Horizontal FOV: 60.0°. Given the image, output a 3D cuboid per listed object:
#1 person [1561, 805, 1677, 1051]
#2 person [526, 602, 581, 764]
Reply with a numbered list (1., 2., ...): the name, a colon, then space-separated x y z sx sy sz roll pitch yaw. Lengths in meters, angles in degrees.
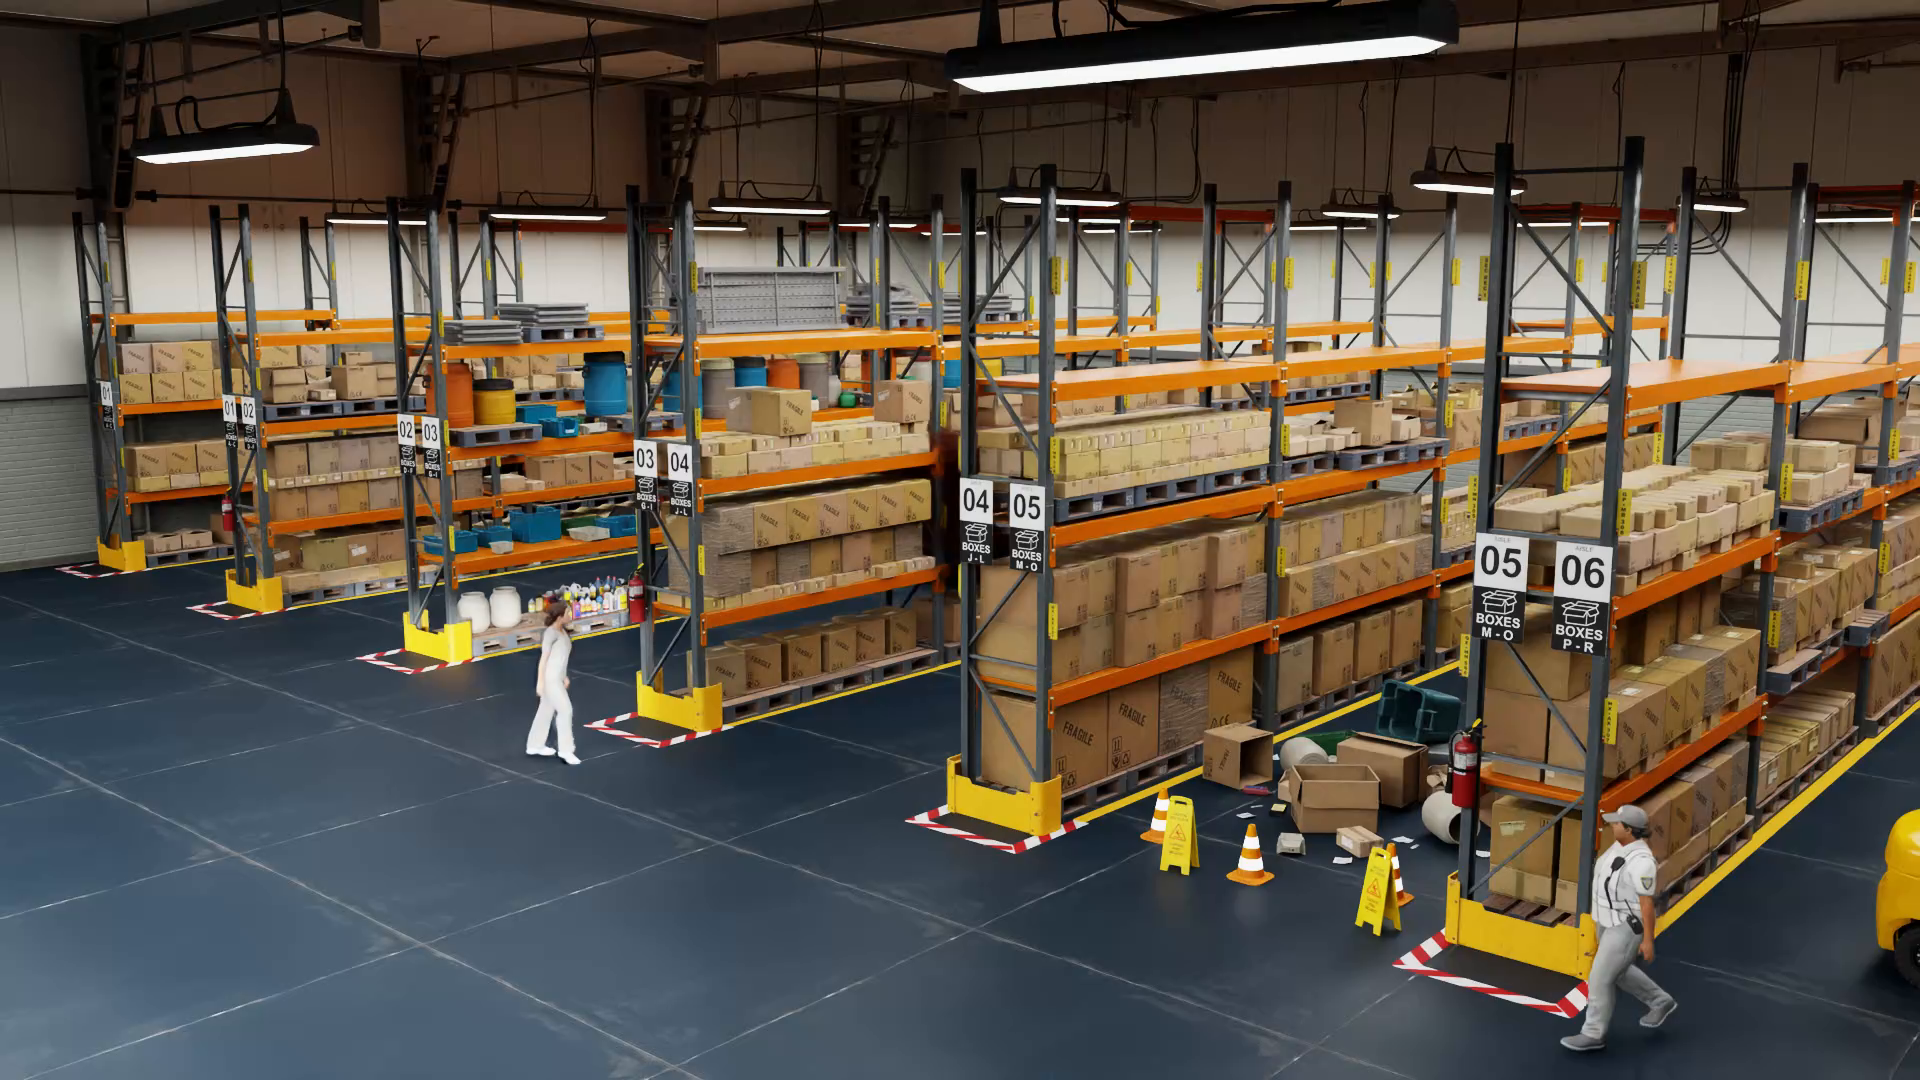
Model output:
1. person: 4.418 2.545 11.022 0.906 1.617 0.523 -1 10 -7
2. person: -4.264 1.490 17.436 0.646 1.696 0.494 1 10 6
